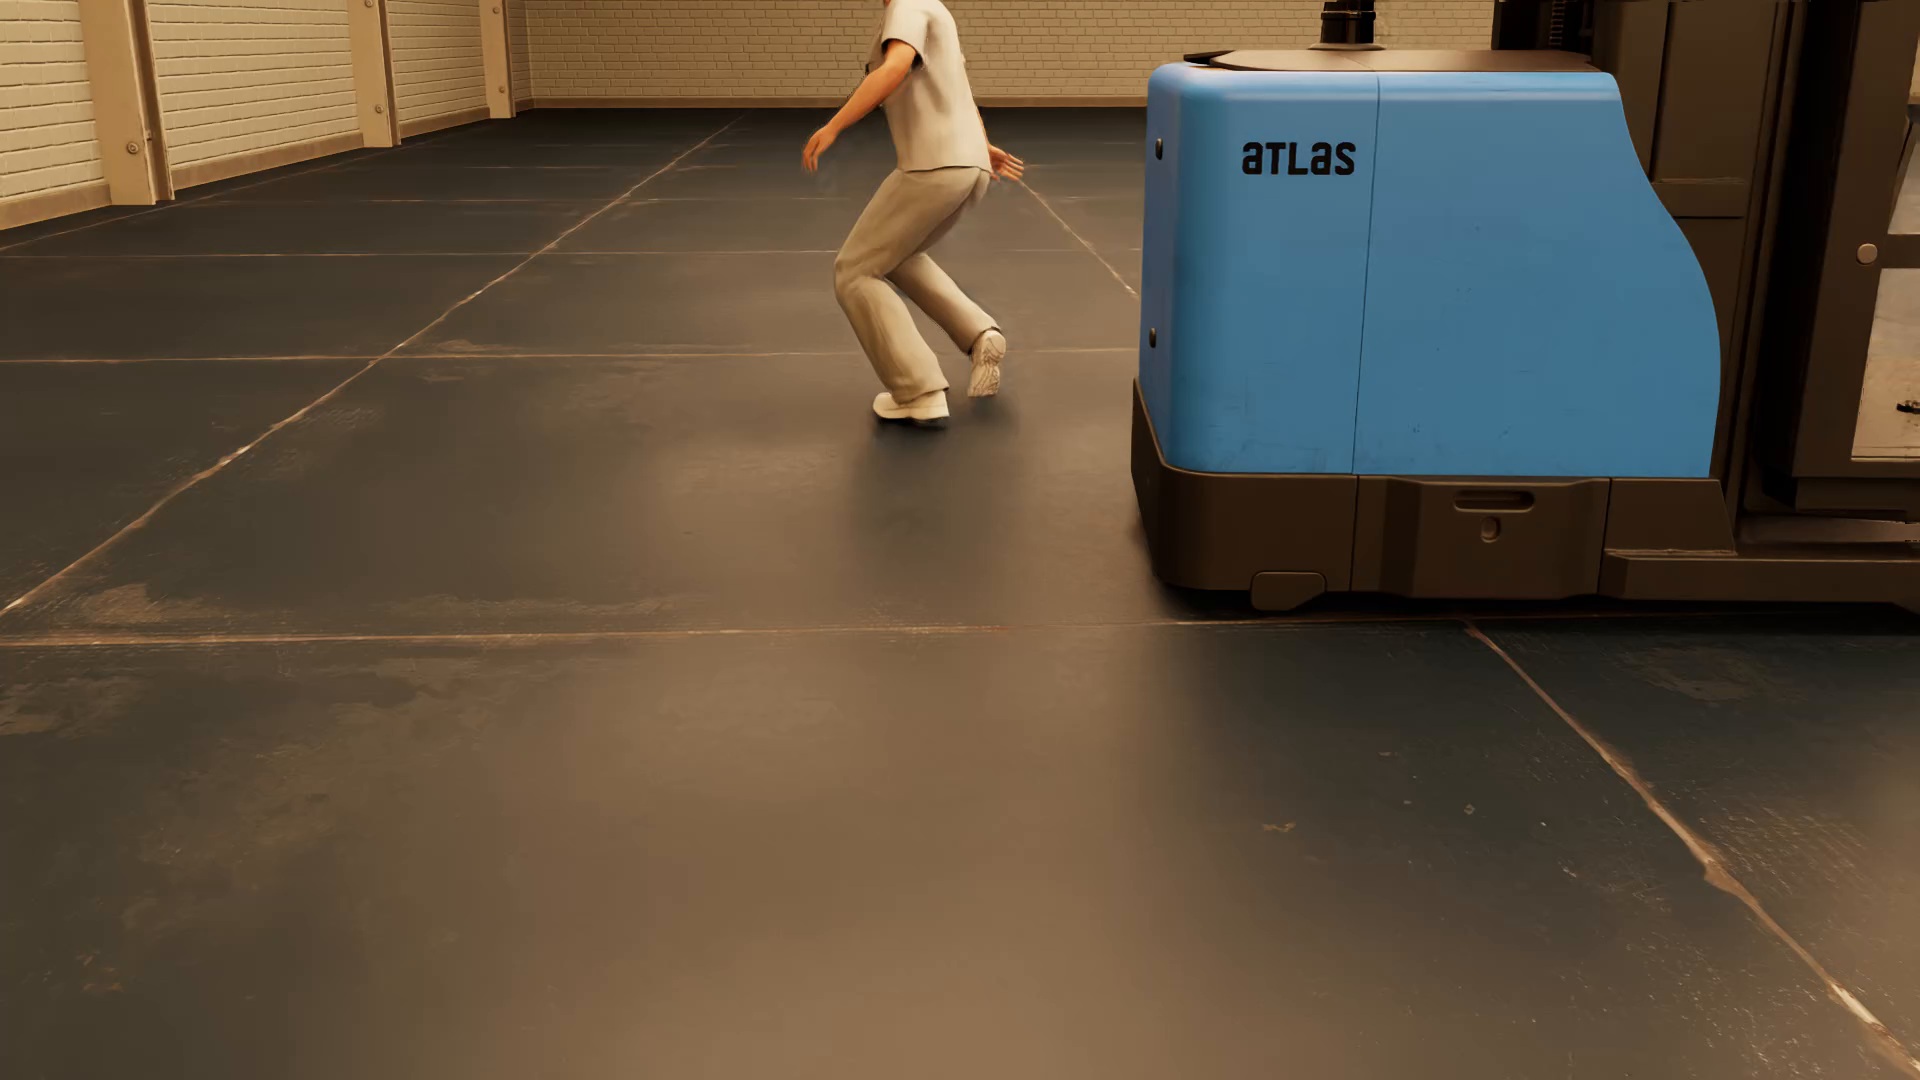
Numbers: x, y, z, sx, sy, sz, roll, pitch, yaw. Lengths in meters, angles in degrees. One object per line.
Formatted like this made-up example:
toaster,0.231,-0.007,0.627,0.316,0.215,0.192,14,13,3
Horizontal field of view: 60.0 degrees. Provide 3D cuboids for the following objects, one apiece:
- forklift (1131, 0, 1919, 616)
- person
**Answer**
forklift,1.935,-1.369,3.384,3.031,2.935,1.130,1,17,2
person,-0.120,-1.126,5.130,0.456,1.548,0.885,6,18,19
